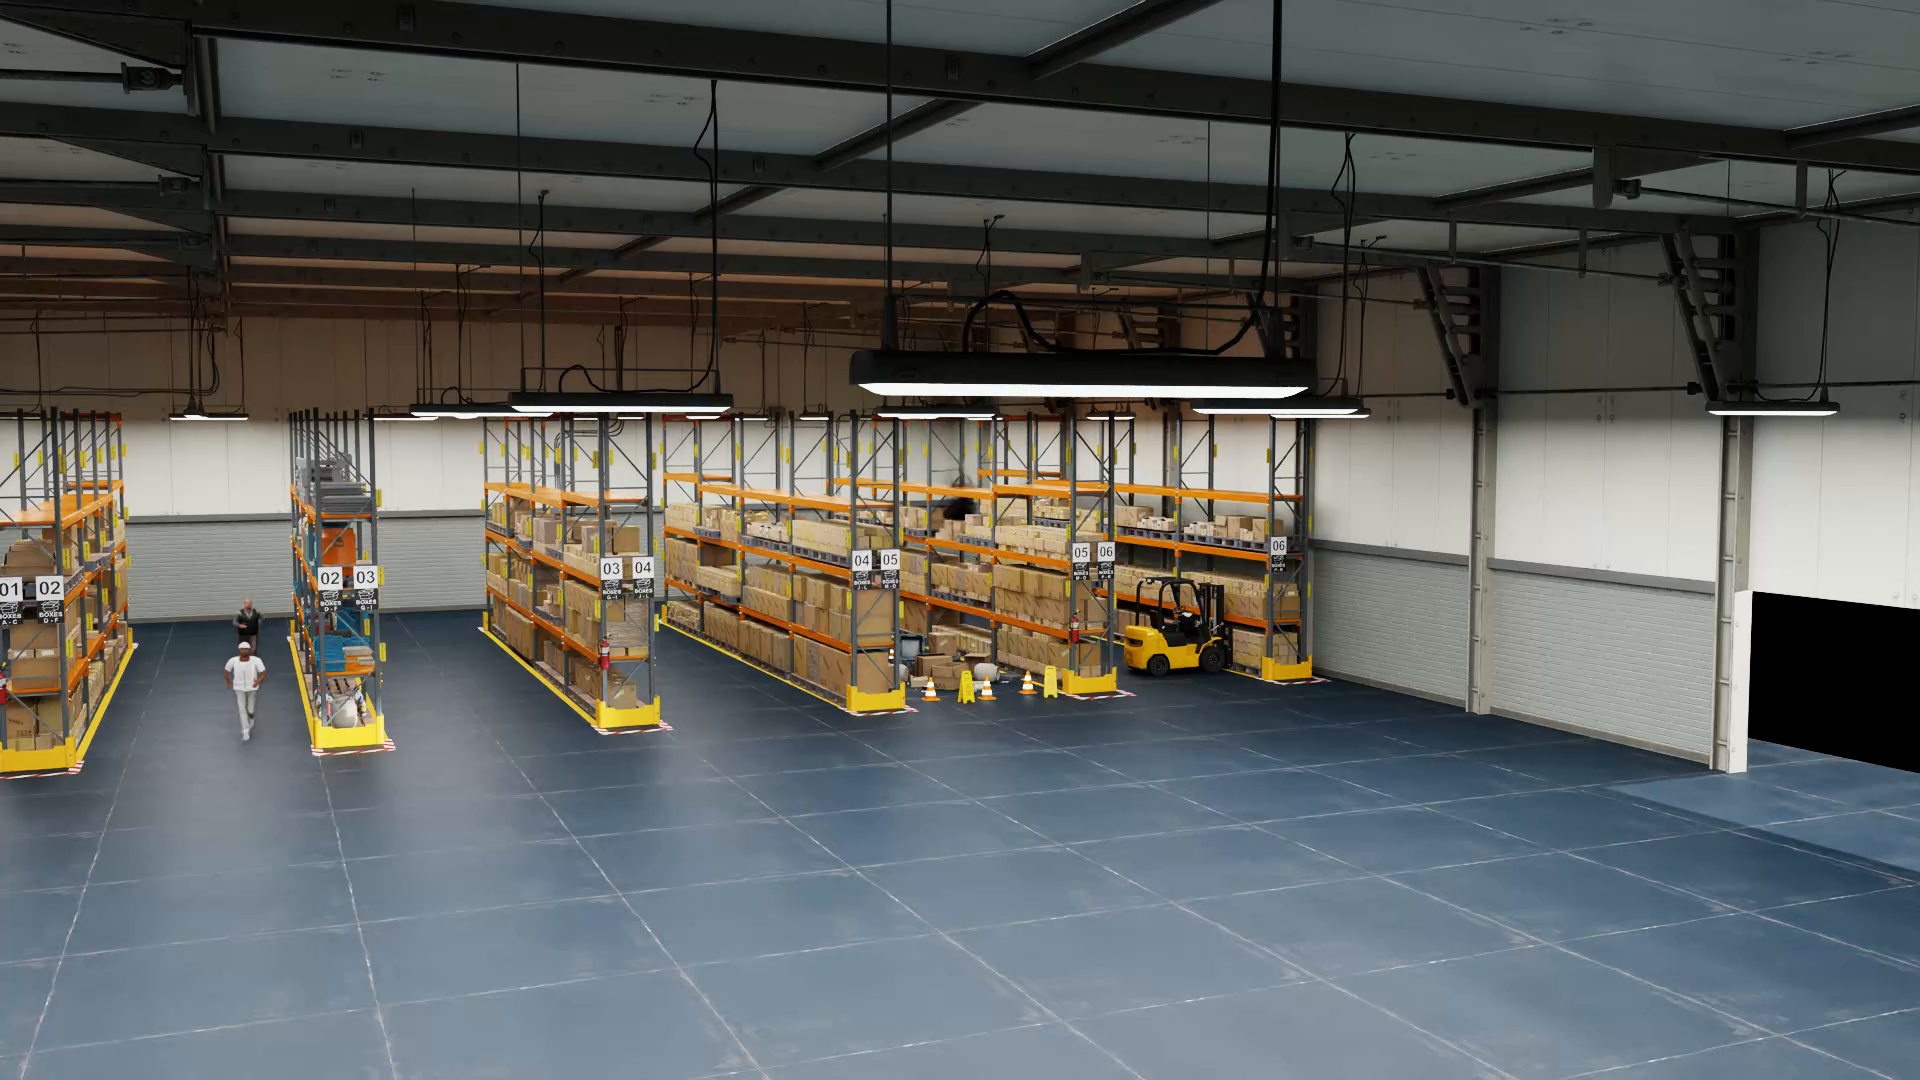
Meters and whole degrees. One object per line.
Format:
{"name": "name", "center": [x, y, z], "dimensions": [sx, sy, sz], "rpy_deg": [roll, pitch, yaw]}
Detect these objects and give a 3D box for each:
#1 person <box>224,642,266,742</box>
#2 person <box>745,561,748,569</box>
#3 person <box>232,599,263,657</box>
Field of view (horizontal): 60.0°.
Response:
{"name": "person", "center": [-13.028, 2.729, 30.319], "dimensions": [0.712, 1.767, 0.924], "rpy_deg": [-2, 4, -22]}
{"name": "person", "center": [-6.225, 1.494, 48.190], "dimensions": [0.683, 1.789, 0.830], "rpy_deg": [-3, 5, -37]}
{"name": "person", "center": [-16.192, 2.185, 37.856], "dimensions": [0.666, 1.712, 0.896], "rpy_deg": [-2, 5, -29]}
